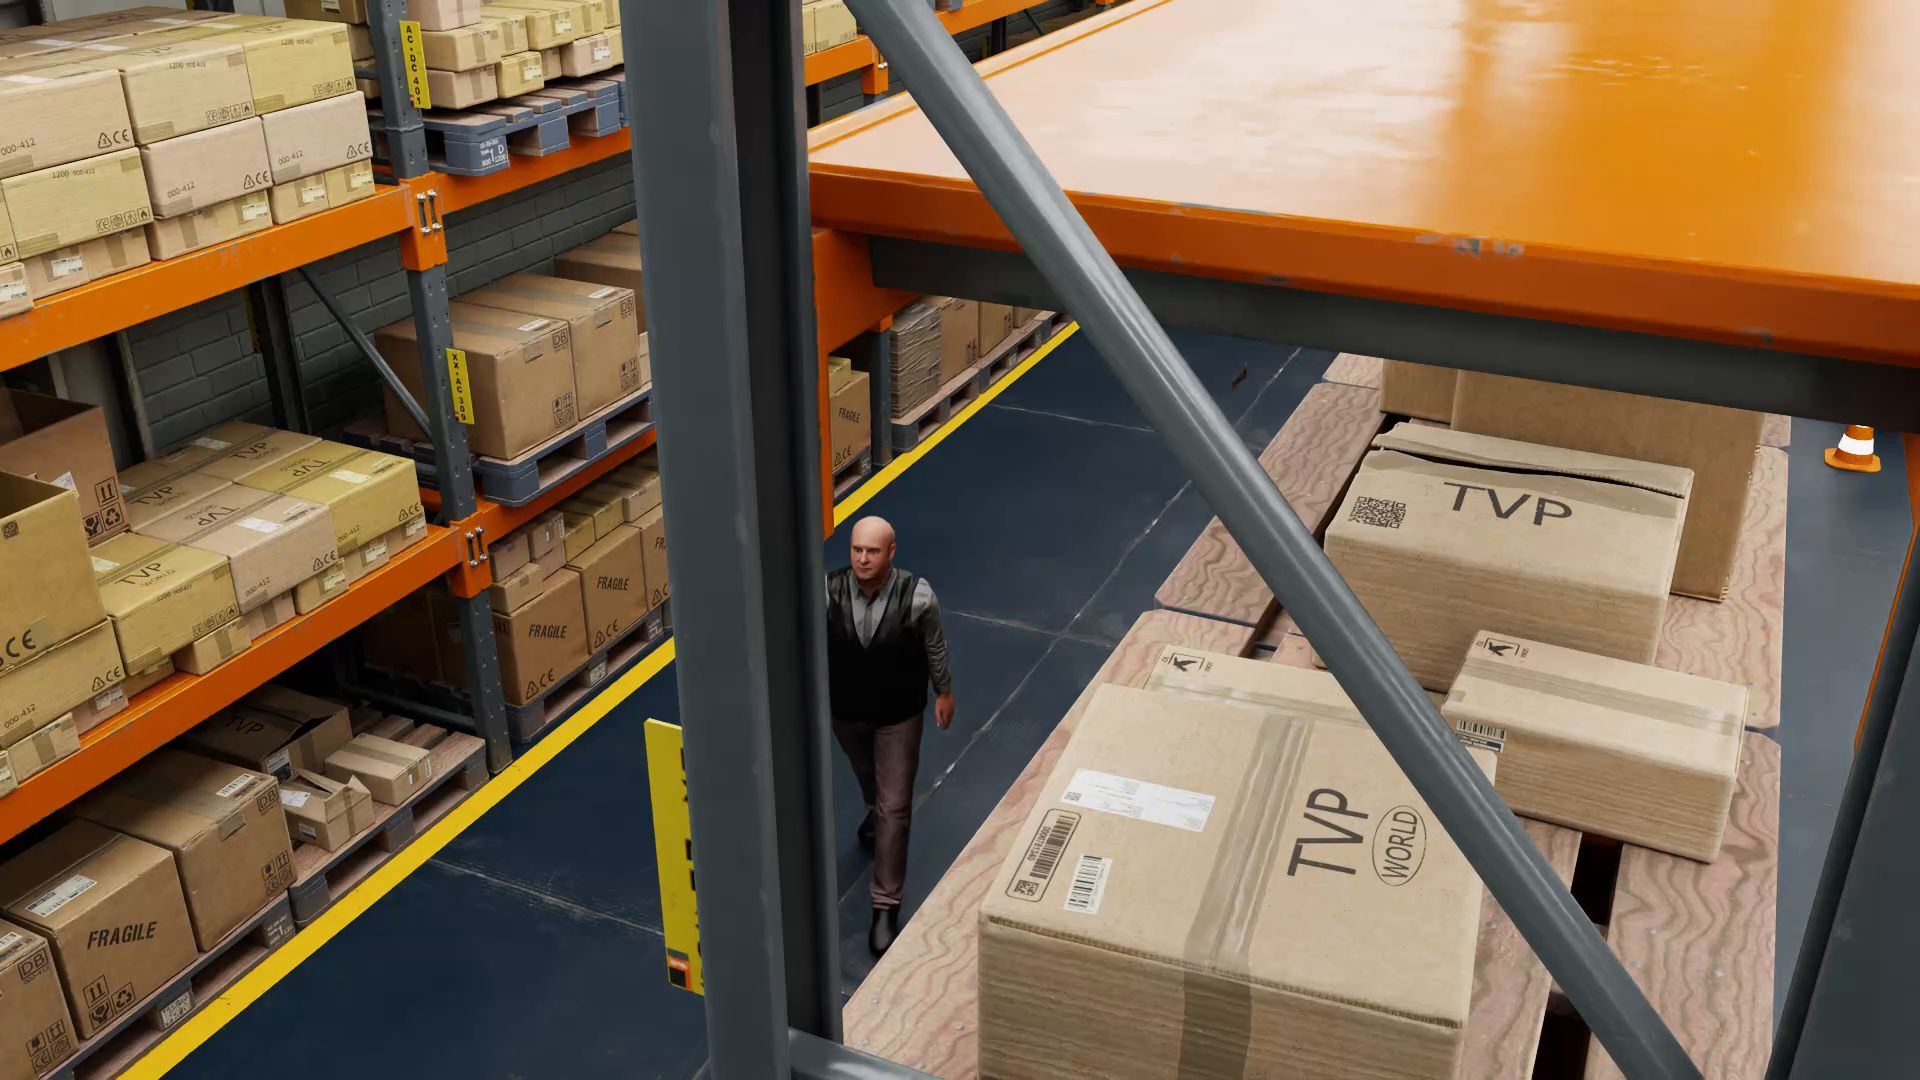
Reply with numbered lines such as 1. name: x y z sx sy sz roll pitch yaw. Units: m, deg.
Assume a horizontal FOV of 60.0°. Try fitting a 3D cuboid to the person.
1. person: -0.356 0.730 6.705 0.589 1.574 1.035 5 26 10
